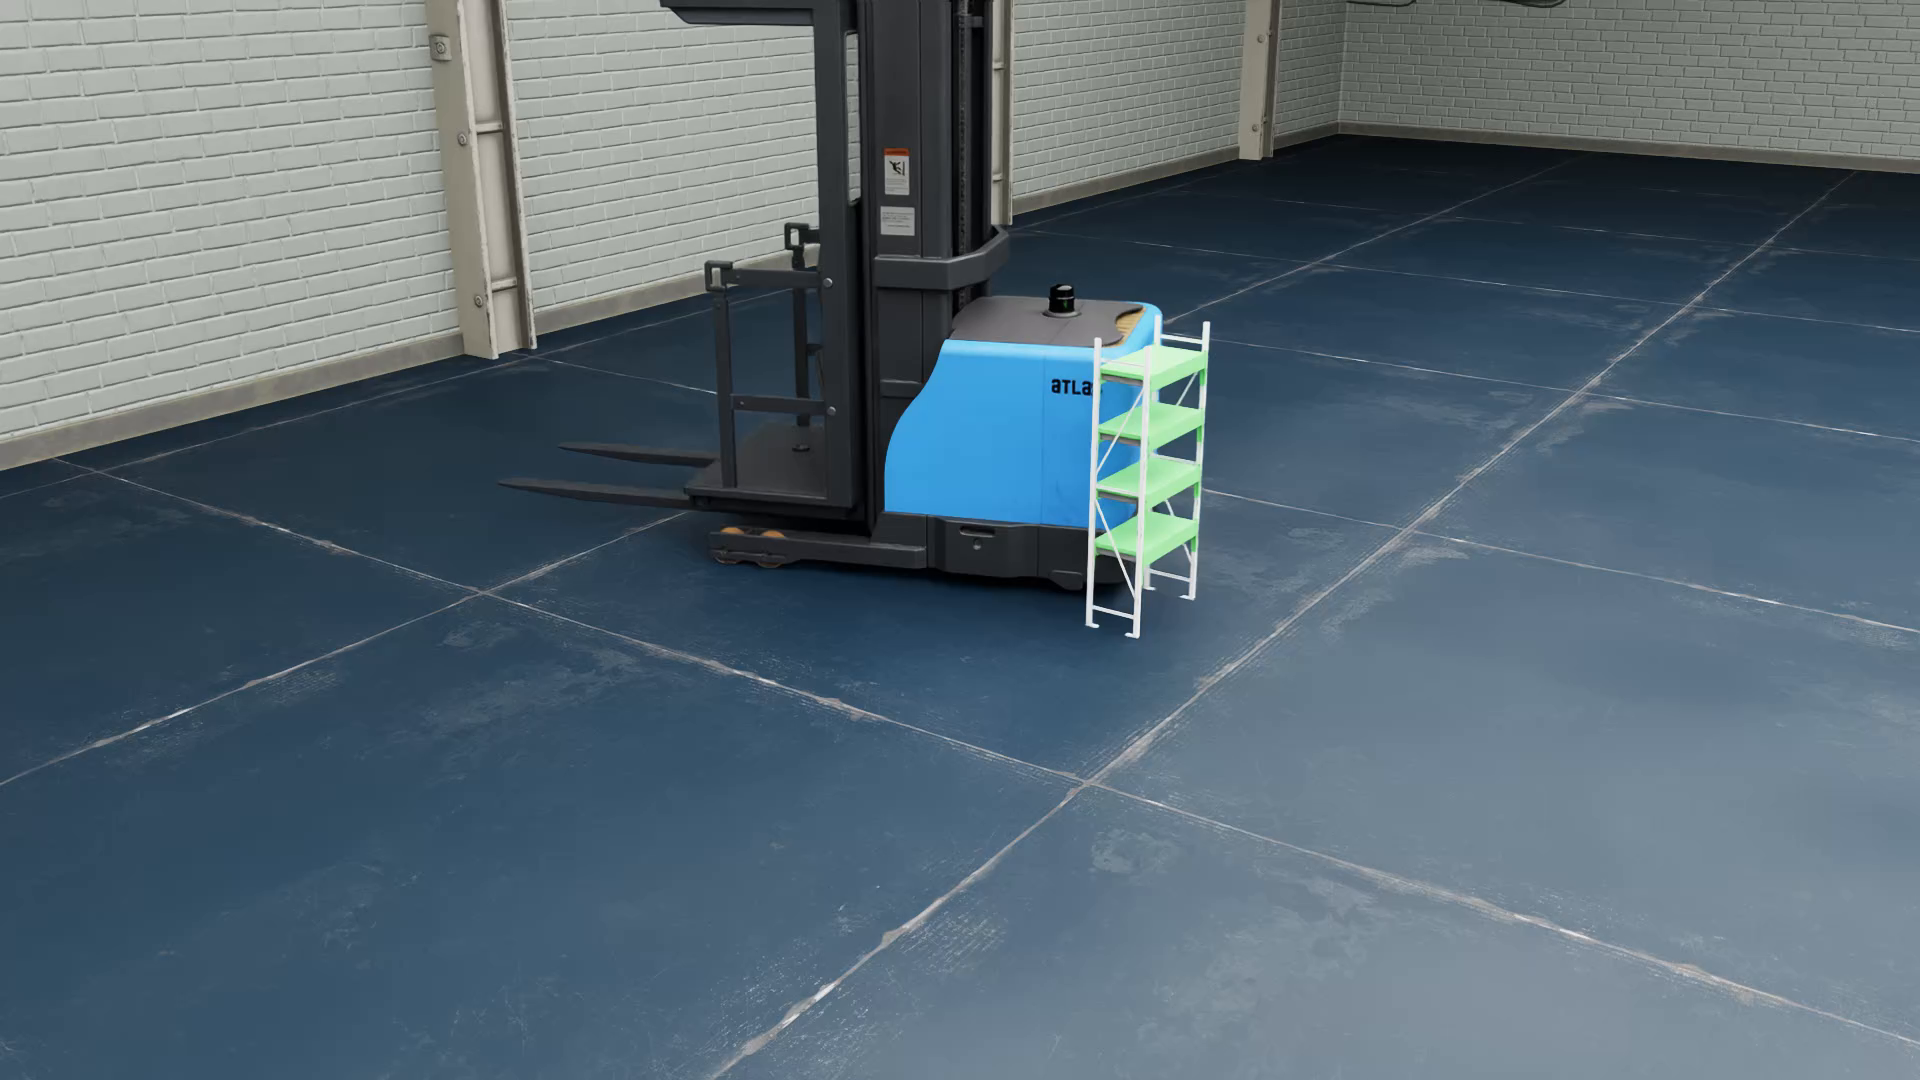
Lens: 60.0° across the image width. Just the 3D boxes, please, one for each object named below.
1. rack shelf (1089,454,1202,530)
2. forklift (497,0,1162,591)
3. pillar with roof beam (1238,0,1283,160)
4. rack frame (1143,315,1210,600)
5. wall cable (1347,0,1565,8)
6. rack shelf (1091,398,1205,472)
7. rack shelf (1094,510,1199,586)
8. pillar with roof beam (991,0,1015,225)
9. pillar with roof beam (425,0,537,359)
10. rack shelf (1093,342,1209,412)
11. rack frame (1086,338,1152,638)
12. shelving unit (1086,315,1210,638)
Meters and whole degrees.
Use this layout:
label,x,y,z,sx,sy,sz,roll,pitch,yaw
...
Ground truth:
label,x,y,z,sx,sy,sz,roll,pitch,yaw
rack shelf,0.759,-0.202,6.765,0.258,0.148,0.480,14,24,32
forklift,-0.641,-1.418,7.374,3.031,2.935,1.130,5,21,13
pillar with roof beam,7.200,-8.104,16.703,9.100,9.000,0.400,13,24,32
rack frame,0.898,-0.332,6.932,0.240,1.200,0.015,14,24,32
wall cable,6.390,-8.075,21.099,3.097,2.526,0.112,13,24,32
rack shelf,0.760,-0.427,6.682,0.258,0.148,0.480,14,24,32
rack shelf,0.759,0.023,6.849,0.258,0.148,0.480,14,24,32
pillar with roof beam,3.827,-6.383,12.049,9.100,9.000,0.400,13,24,32
pillar with roof beam,0.455,-4.661,7.395,9.100,9.000,0.400,13,24,32
rack shelf,0.760,-0.652,6.598,0.258,0.148,0.480,14,24,32
rack frame,0.621,-0.192,6.555,0.240,1.200,0.015,14,24,32
shelving unit,0.759,-0.262,6.743,0.258,1.200,0.503,14,24,32
